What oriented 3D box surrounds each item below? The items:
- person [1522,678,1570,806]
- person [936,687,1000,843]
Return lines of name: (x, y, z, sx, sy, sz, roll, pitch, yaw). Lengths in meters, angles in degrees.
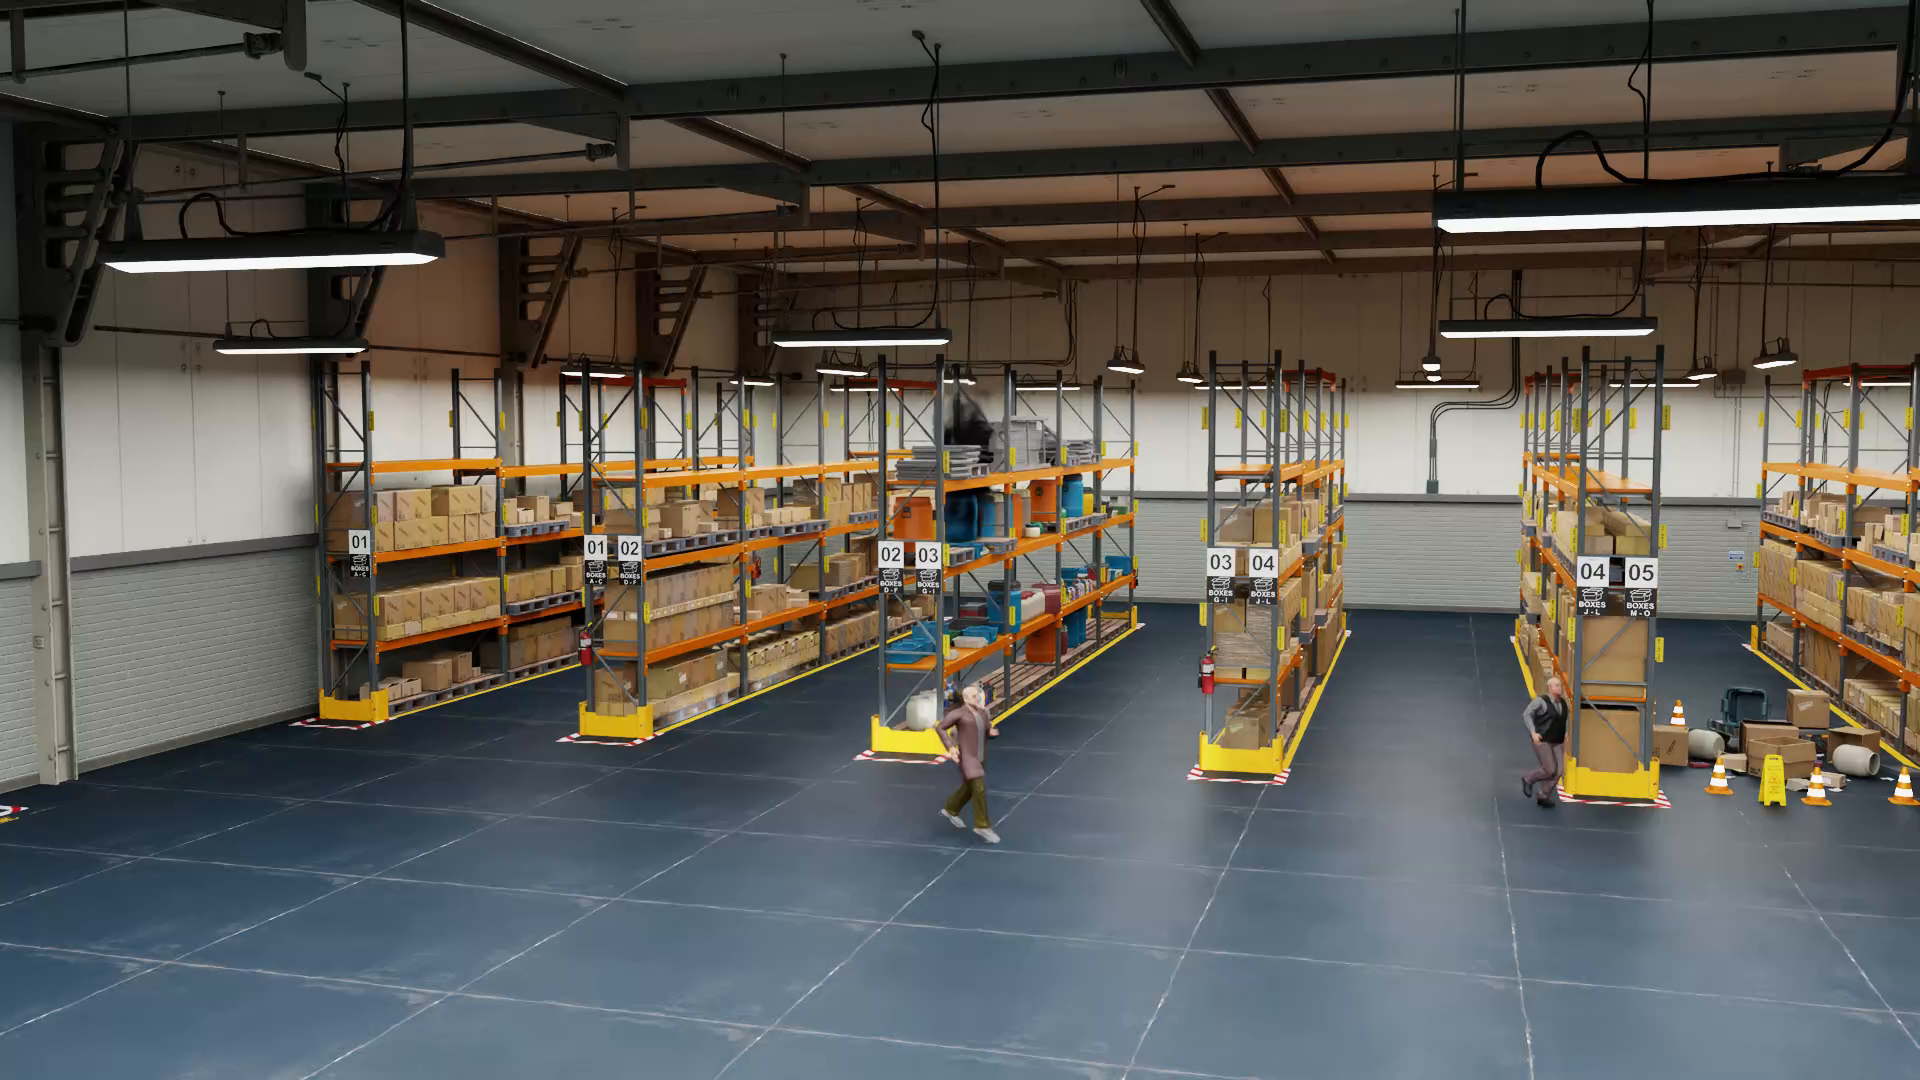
person: (7.667, 2.622, 21.698, 0.680, 1.673, 0.546, -2, 4, -22)
person: (0.131, 2.663, 20.007, 0.981, 1.807, 0.682, 3, 5, 37)
